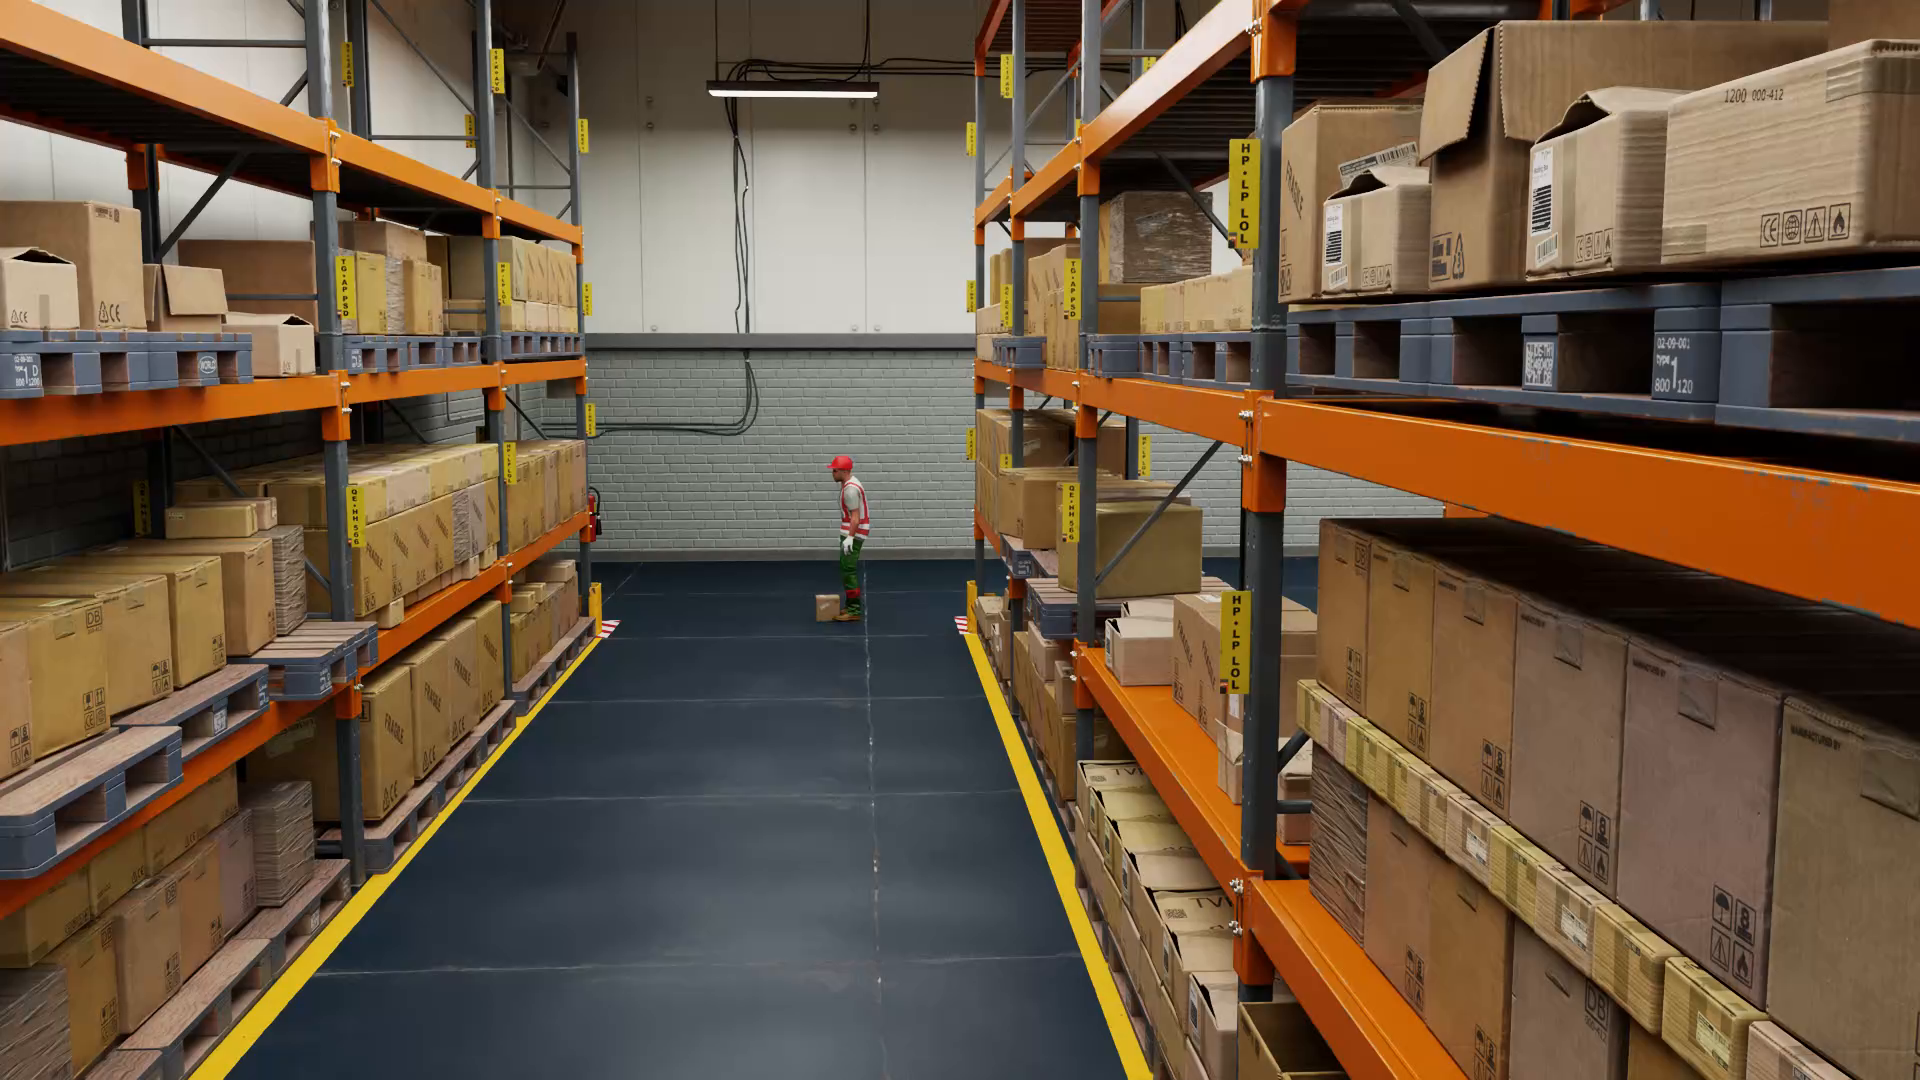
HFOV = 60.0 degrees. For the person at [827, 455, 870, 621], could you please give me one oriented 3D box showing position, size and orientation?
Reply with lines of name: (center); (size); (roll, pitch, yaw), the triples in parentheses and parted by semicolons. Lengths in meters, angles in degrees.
person: (-1.204, -0.024, 17.885); (0.451, 1.778, 0.611); (-1, 7, -7)
